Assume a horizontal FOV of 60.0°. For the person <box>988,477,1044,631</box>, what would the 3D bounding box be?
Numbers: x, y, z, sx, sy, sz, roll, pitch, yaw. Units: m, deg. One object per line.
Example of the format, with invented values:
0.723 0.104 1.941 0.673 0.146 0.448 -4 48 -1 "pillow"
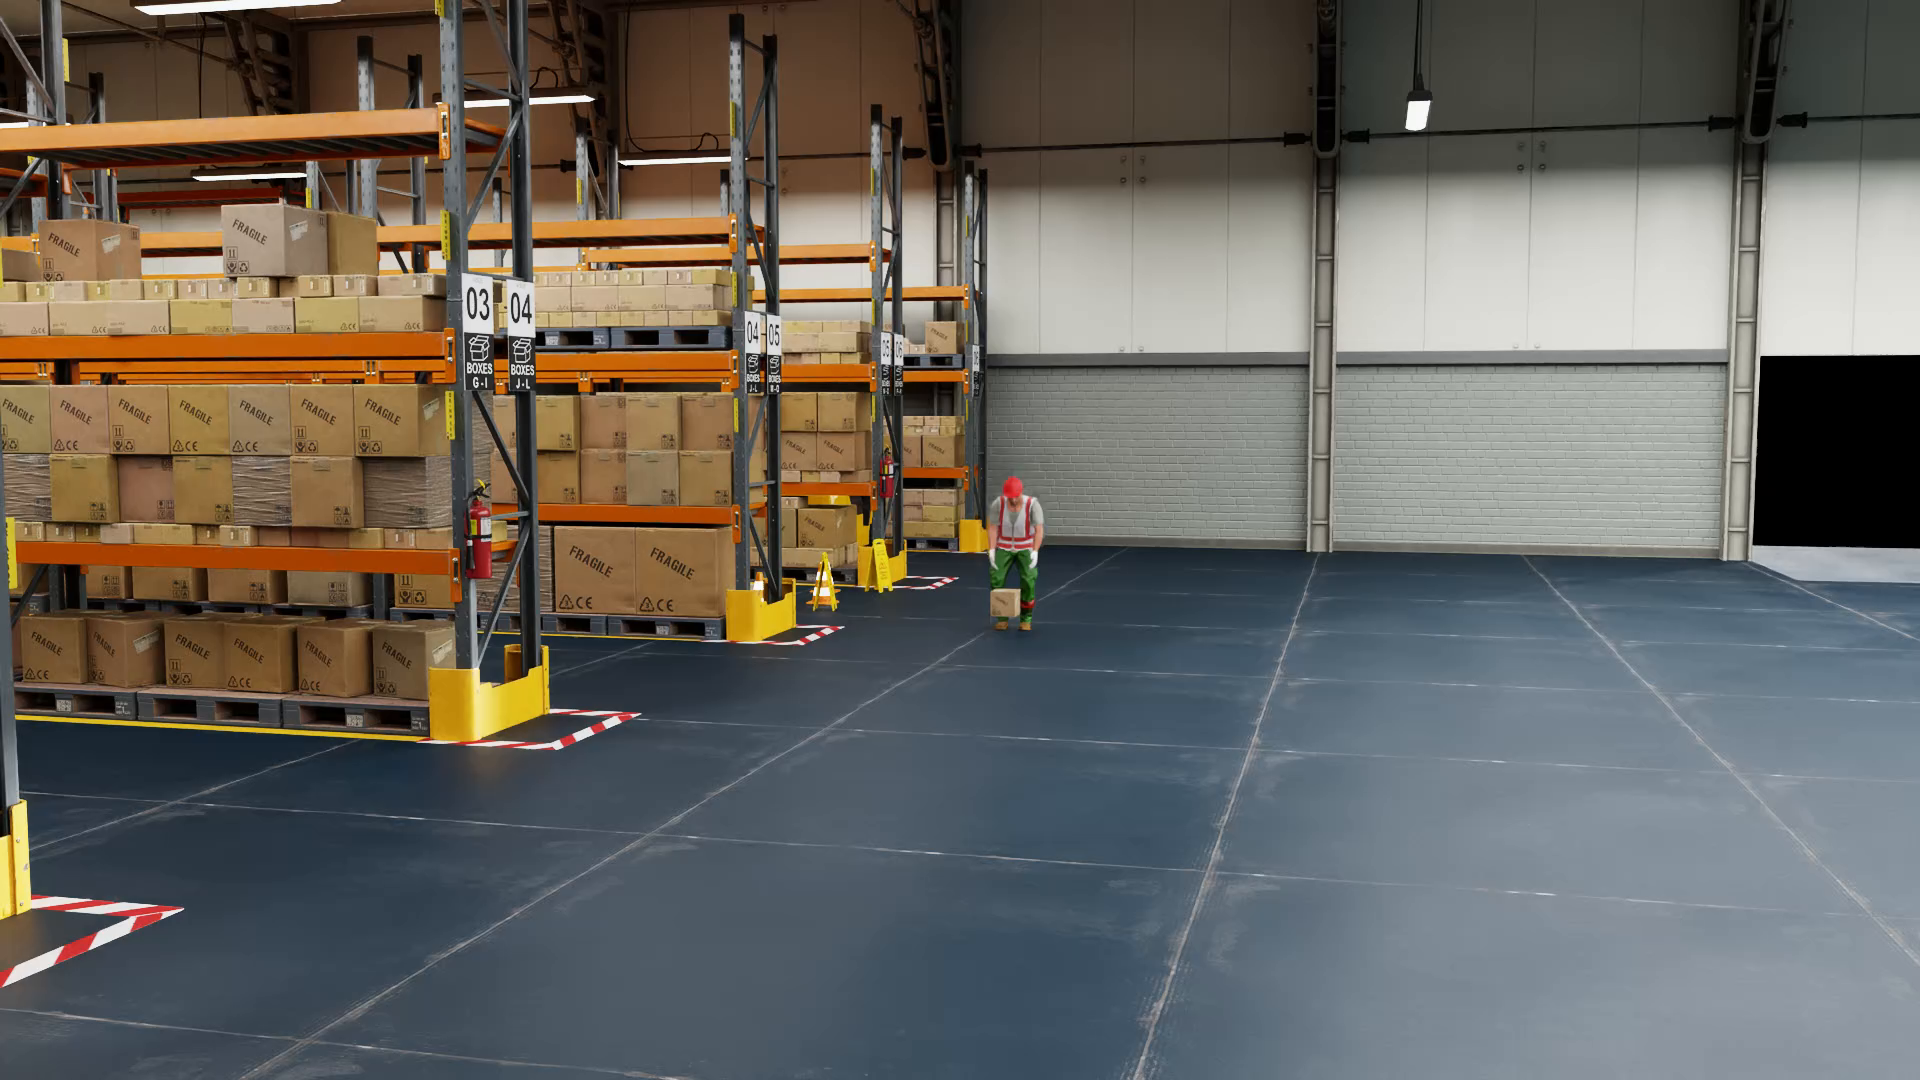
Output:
0.576 0.133 16.983 0.575 1.580 0.647 1 5 14 "person"
